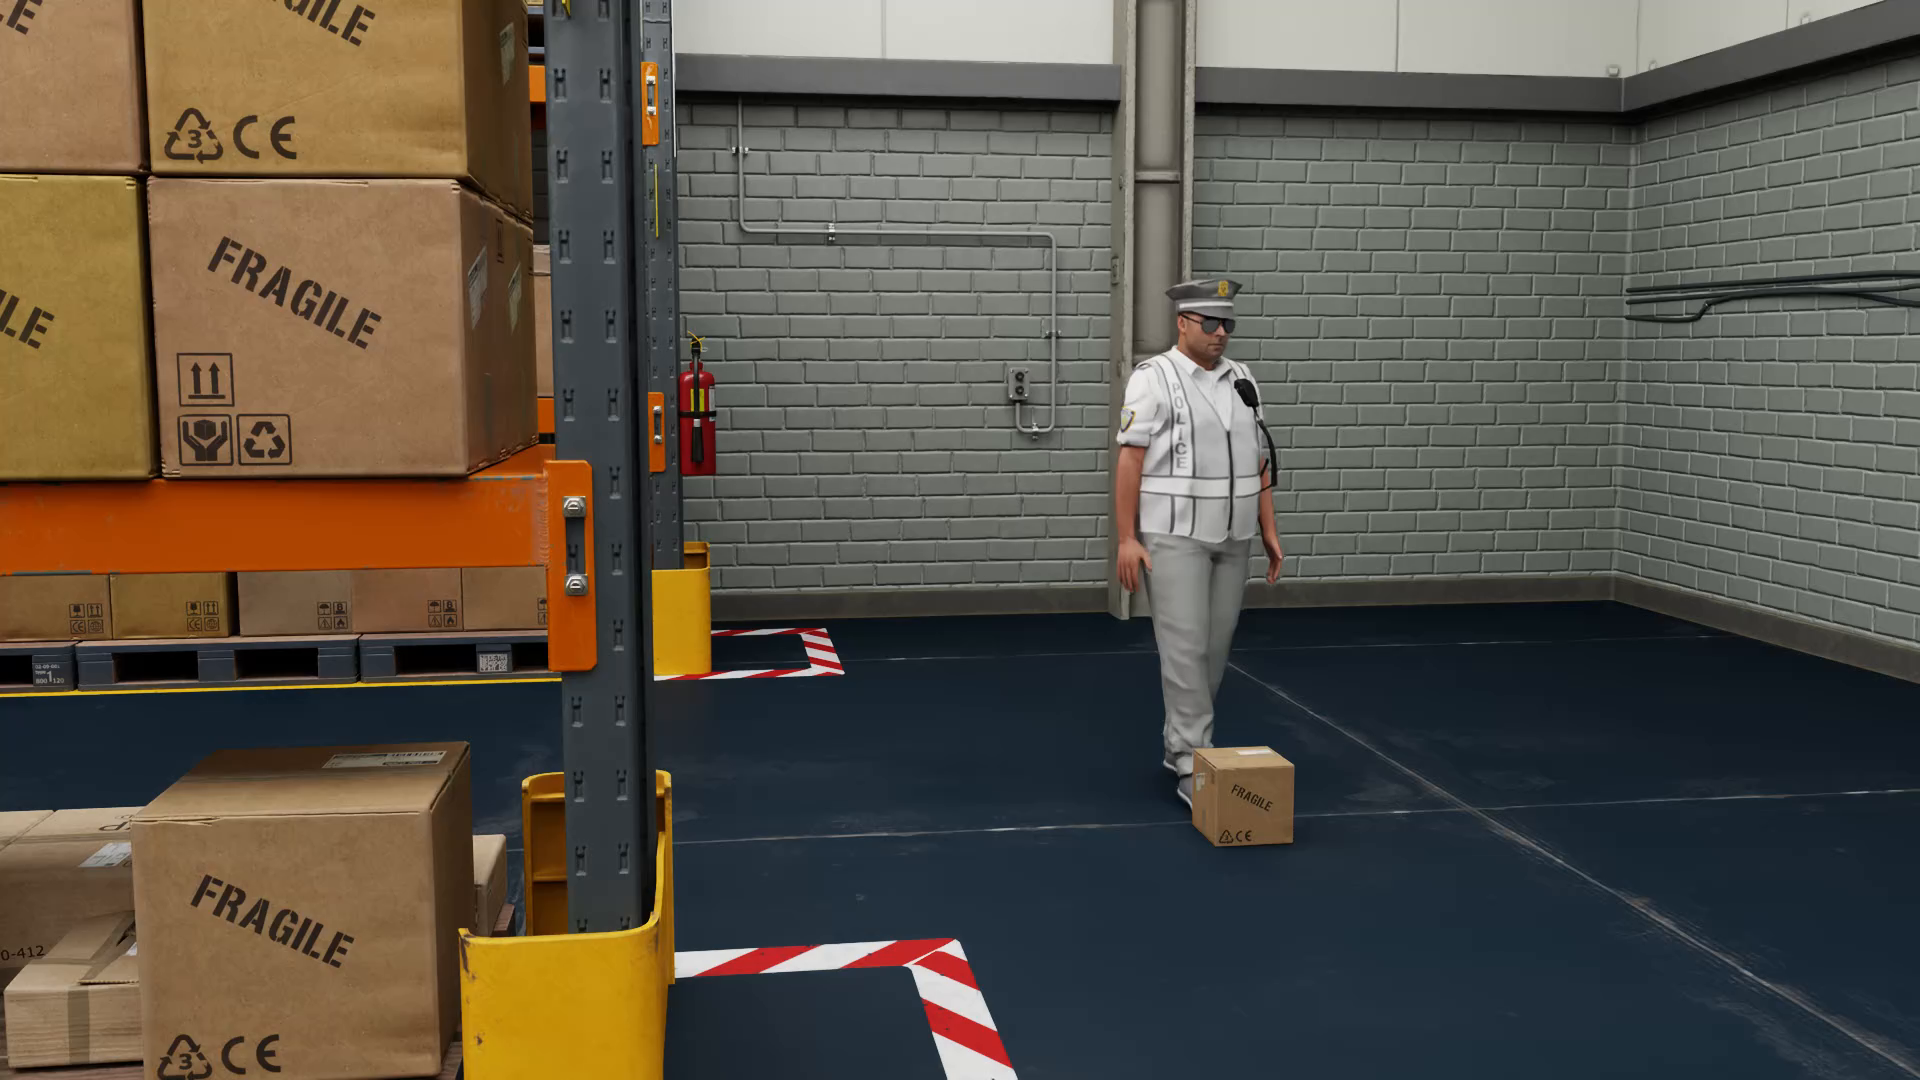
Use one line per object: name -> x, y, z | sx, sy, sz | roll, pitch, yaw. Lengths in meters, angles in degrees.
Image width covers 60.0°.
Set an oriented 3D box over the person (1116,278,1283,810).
person -> 0.865, 0.003, 5.589 | 0.574, 1.746, 0.648 | -4, 7, -30
